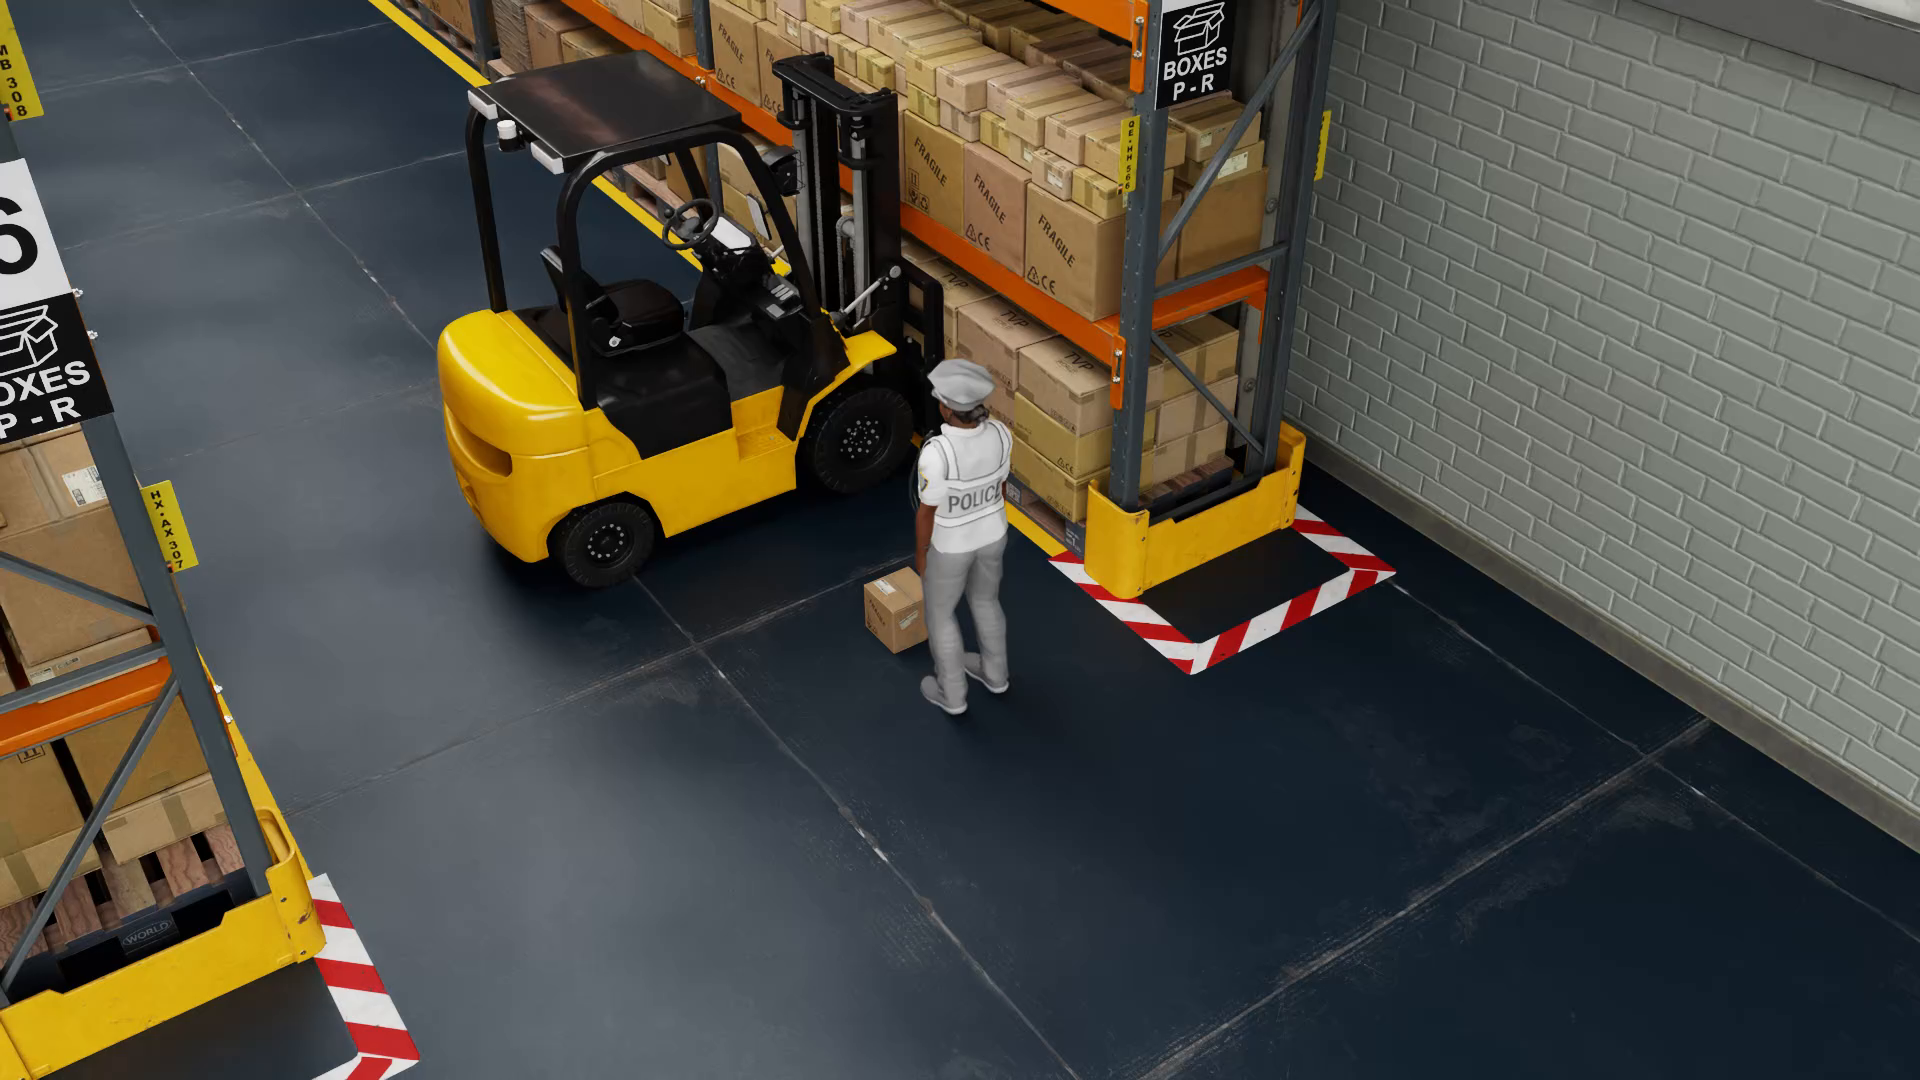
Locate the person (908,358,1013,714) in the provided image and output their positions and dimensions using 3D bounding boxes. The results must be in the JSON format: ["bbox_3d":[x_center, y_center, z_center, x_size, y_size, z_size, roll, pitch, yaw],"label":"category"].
[{"bbox_3d":[-0.004,0.006,7.002,0.437,1.681,0.341,-22,42,-27],"label":"person"}]
